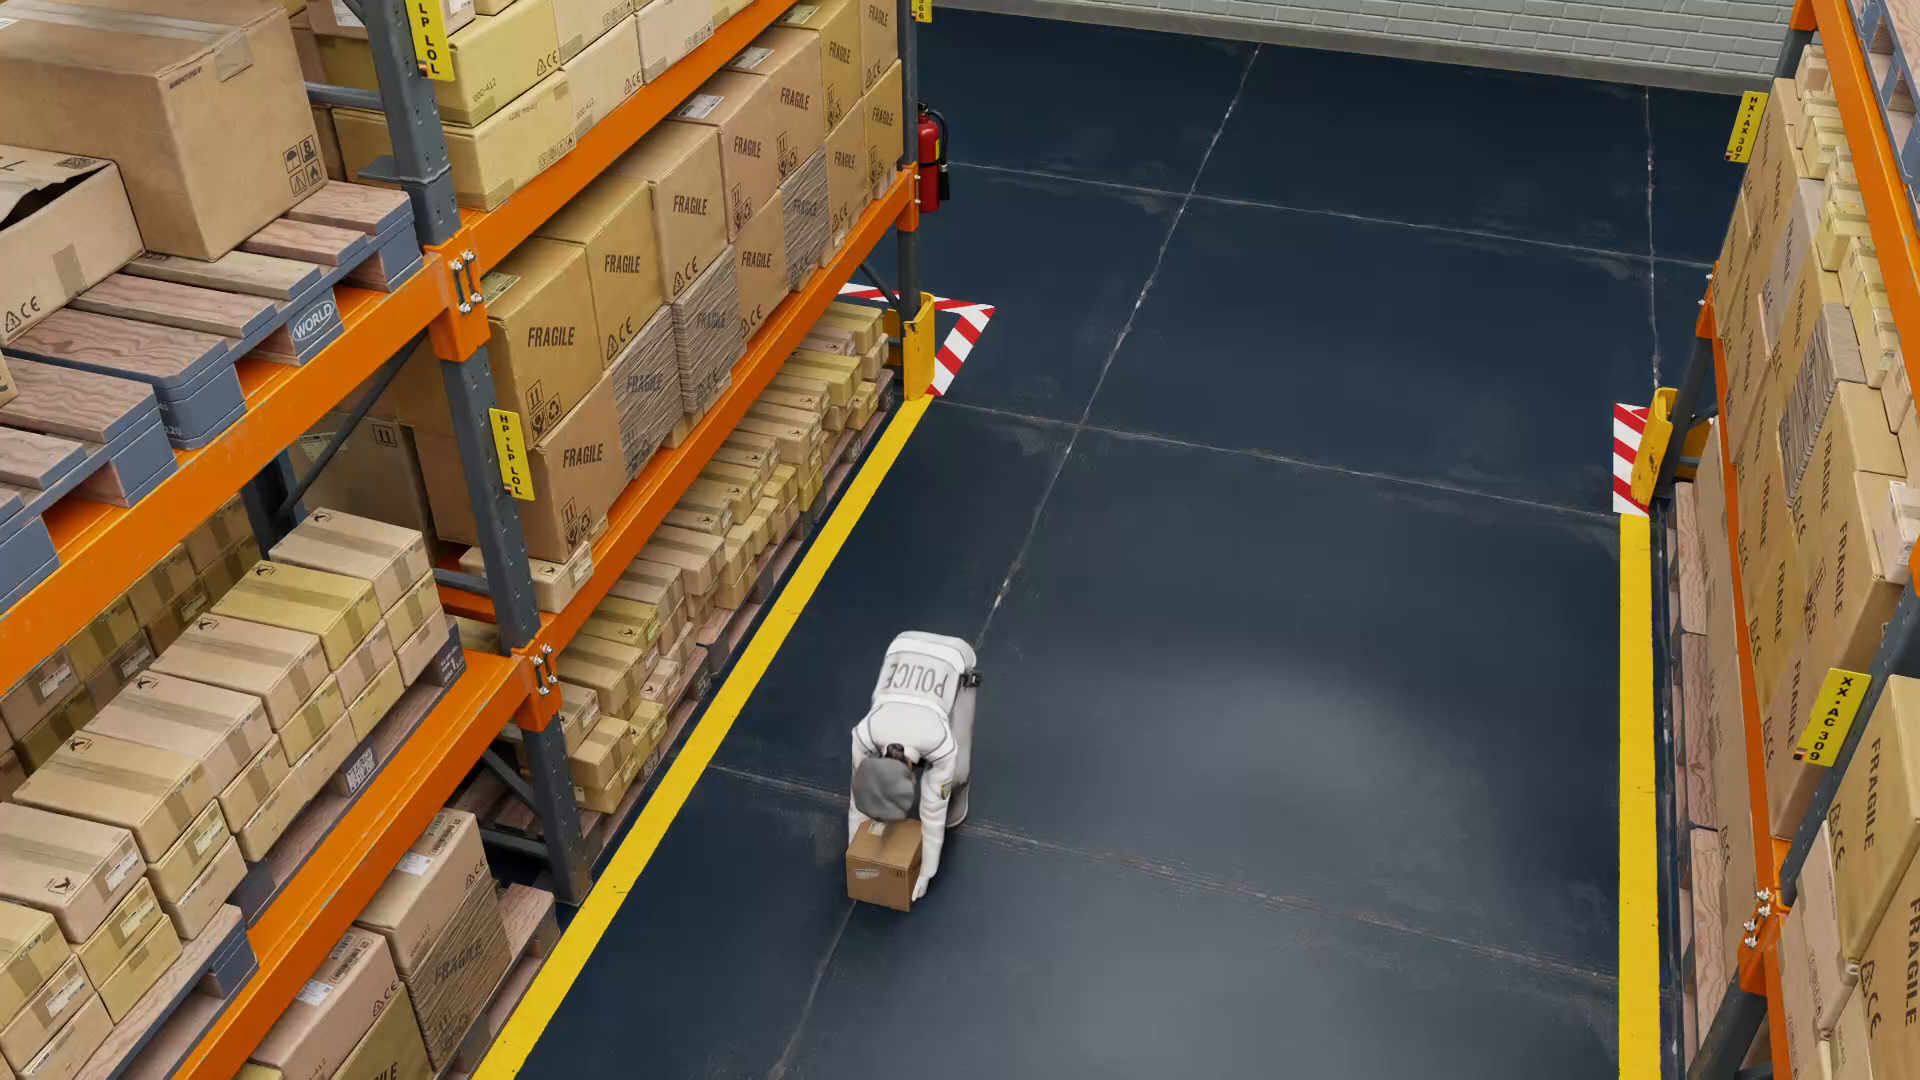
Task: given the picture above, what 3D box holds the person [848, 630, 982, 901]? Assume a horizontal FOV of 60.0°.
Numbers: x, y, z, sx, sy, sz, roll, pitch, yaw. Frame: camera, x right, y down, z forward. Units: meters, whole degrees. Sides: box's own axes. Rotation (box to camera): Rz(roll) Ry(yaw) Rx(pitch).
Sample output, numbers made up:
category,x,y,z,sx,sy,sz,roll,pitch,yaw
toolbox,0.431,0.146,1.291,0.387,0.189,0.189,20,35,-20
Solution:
category,x,y,z,sx,sy,sz,roll,pitch,yaw
person,-0.182,0.866,6.505,0.456,0.783,0.910,10,38,12
